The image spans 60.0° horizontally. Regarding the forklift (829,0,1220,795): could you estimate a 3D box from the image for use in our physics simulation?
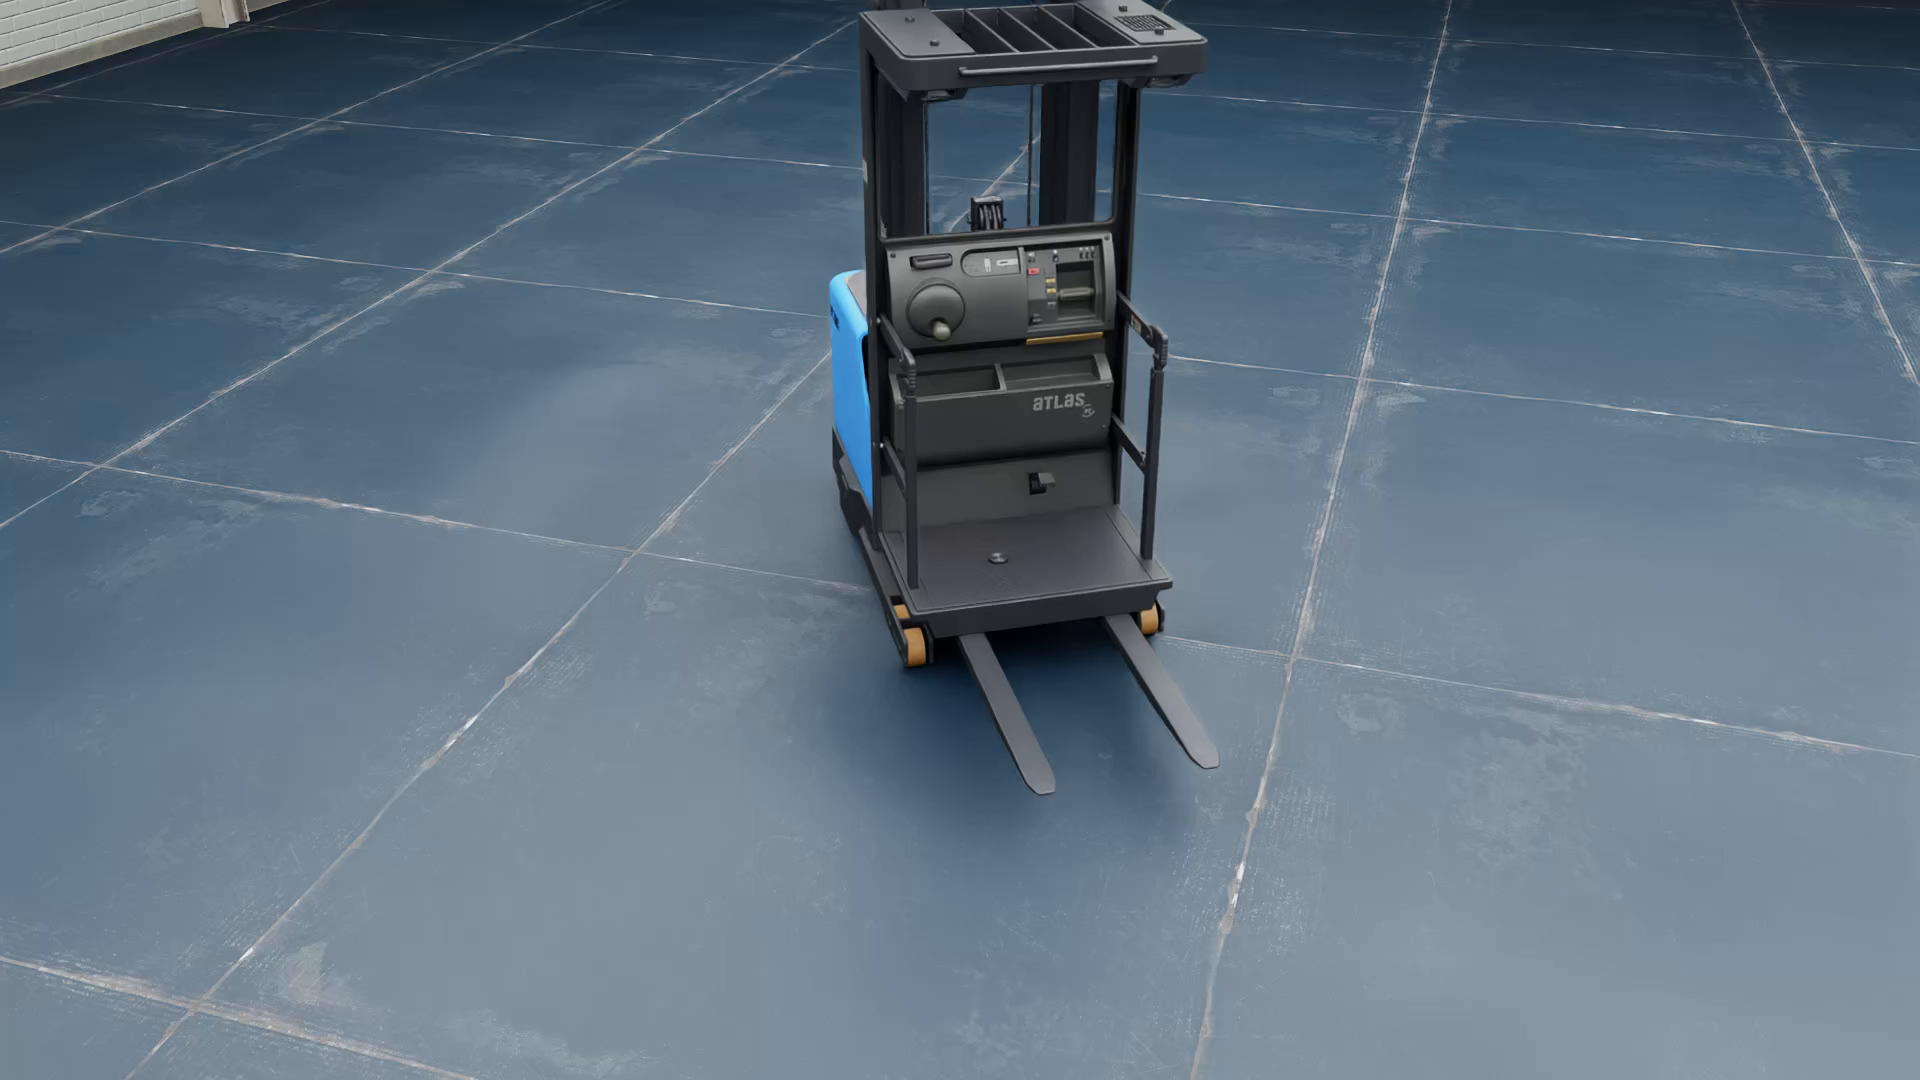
[{"bbox_3d":[0.225,-0.964,6.468,1.130,2.935,3.031,-7,30,-12],"label":"forklift"}]

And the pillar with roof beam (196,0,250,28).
[{"bbox_3d":[-3.636,-8.775,14.267,9.100,9.000,0.400,8,30,15],"label":"pillar with roof beam"}]
